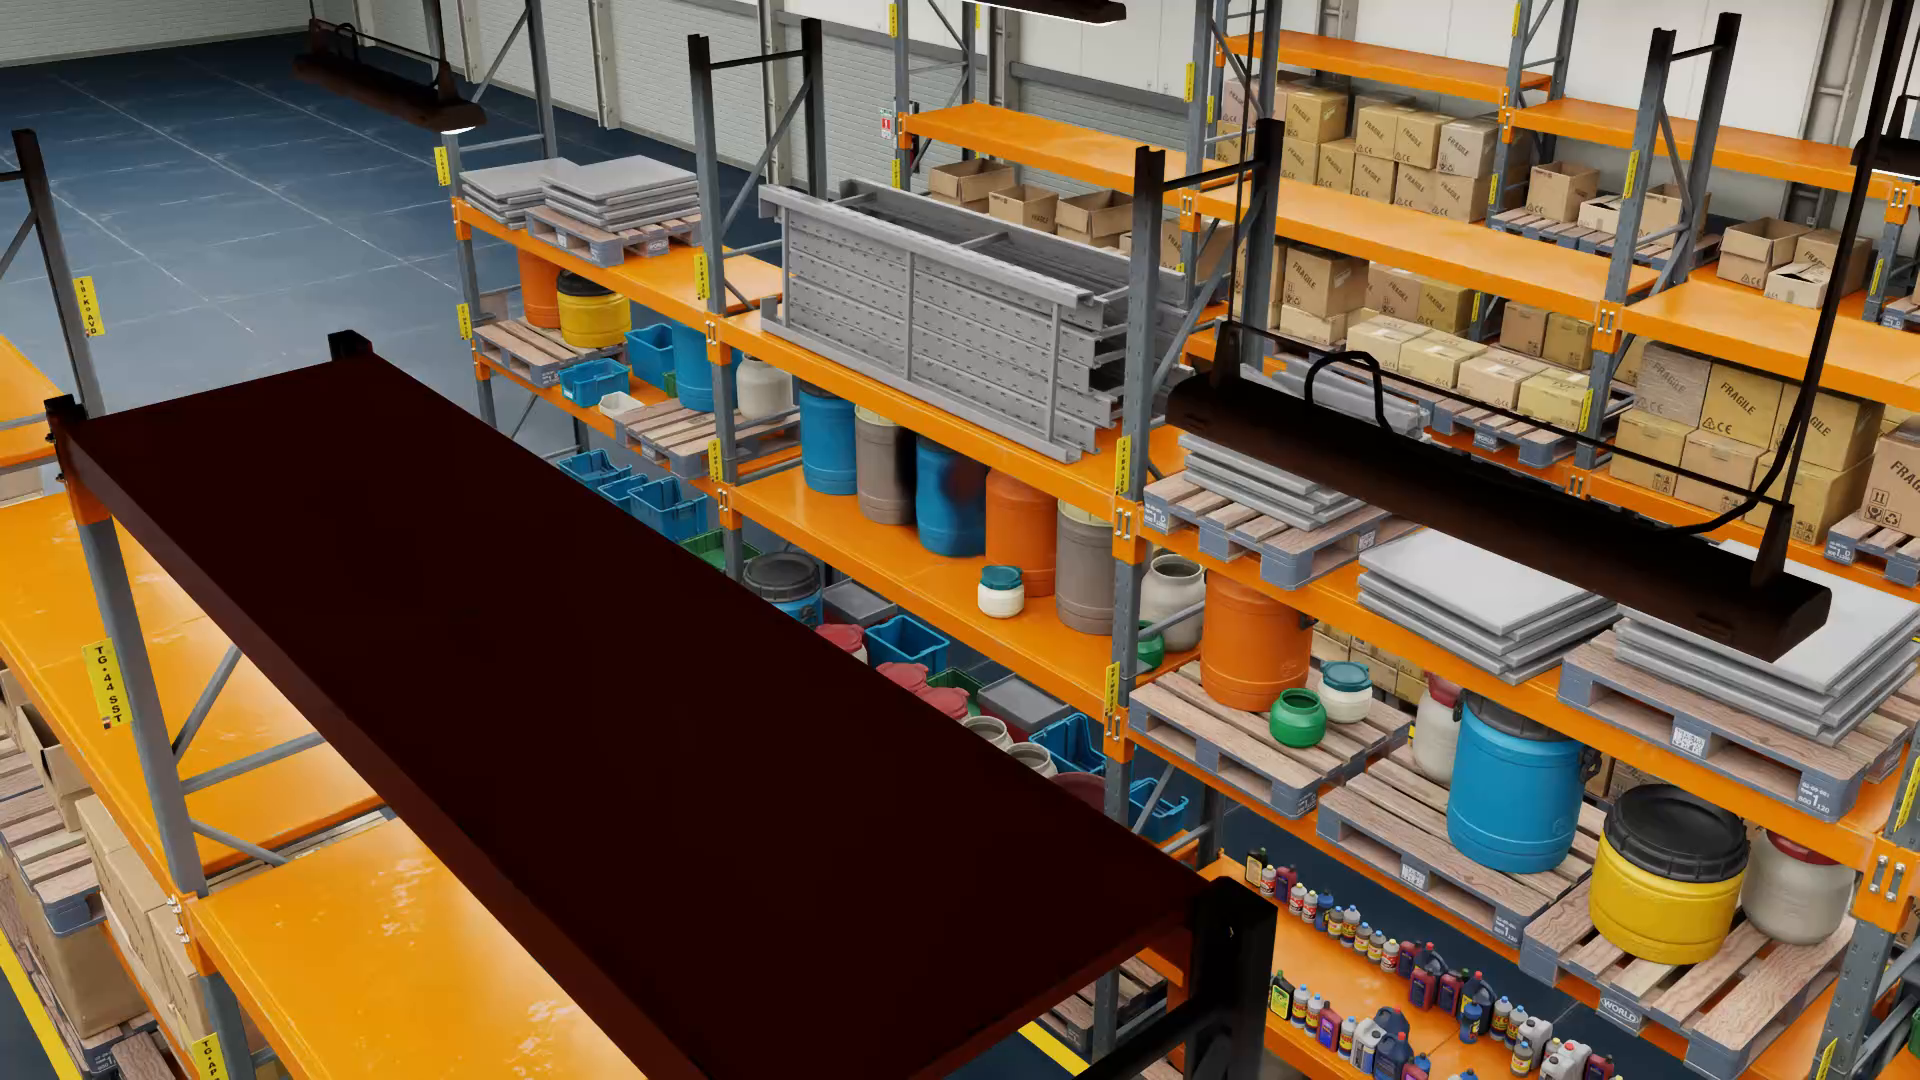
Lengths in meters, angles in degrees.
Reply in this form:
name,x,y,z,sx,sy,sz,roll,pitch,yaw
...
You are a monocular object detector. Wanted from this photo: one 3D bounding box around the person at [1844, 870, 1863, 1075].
name,x,y,z,sx,sy,sz,roll,pitch,yaw
person,5.429,2.615,10.598,0.933,1.646,0.542,20,33,34
